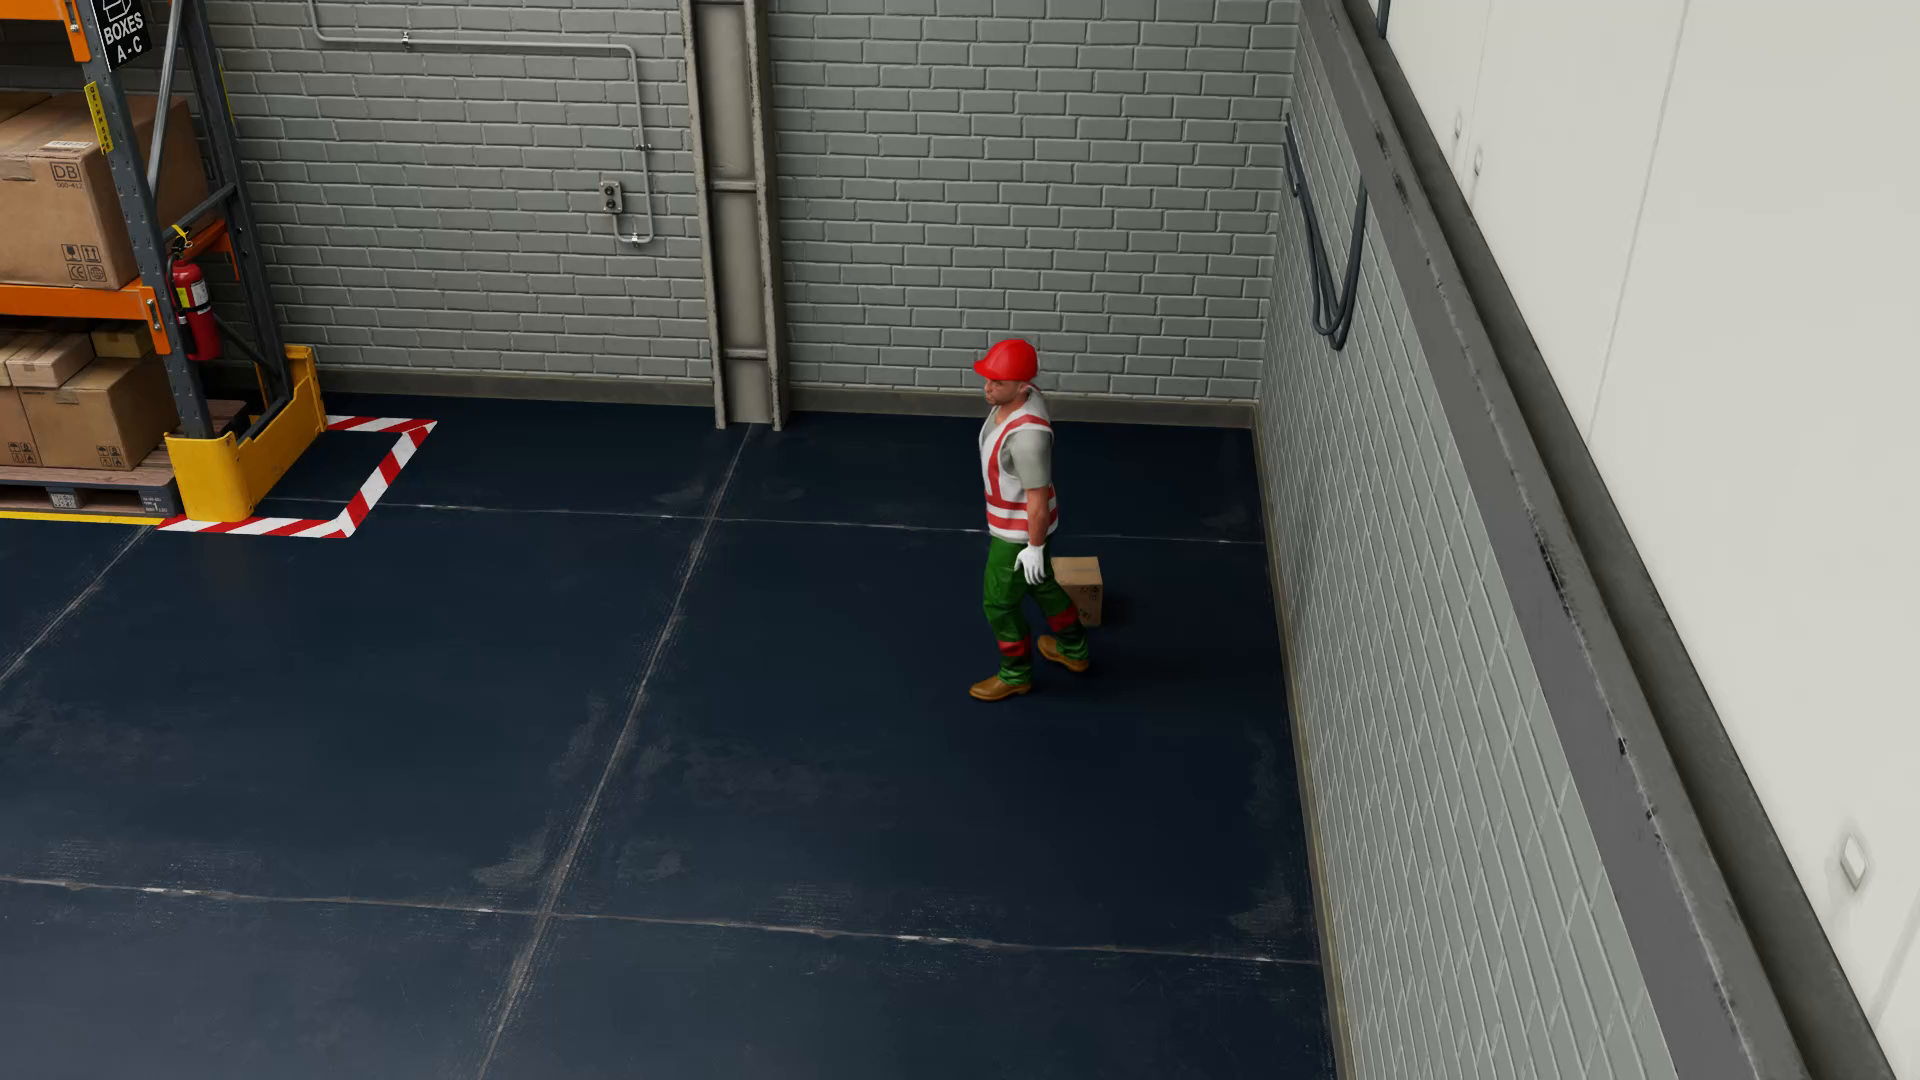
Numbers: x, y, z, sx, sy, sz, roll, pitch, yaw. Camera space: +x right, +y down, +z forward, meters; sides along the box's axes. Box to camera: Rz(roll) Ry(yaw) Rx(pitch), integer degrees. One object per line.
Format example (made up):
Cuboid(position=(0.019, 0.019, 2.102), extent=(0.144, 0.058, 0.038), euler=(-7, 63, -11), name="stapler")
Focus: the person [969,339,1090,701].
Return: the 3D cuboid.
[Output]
Cuboid(position=(0.324, -0.085, 7.256), extent=(0.567, 1.771, 0.577), euler=(-1, 32, -2), name="person")
